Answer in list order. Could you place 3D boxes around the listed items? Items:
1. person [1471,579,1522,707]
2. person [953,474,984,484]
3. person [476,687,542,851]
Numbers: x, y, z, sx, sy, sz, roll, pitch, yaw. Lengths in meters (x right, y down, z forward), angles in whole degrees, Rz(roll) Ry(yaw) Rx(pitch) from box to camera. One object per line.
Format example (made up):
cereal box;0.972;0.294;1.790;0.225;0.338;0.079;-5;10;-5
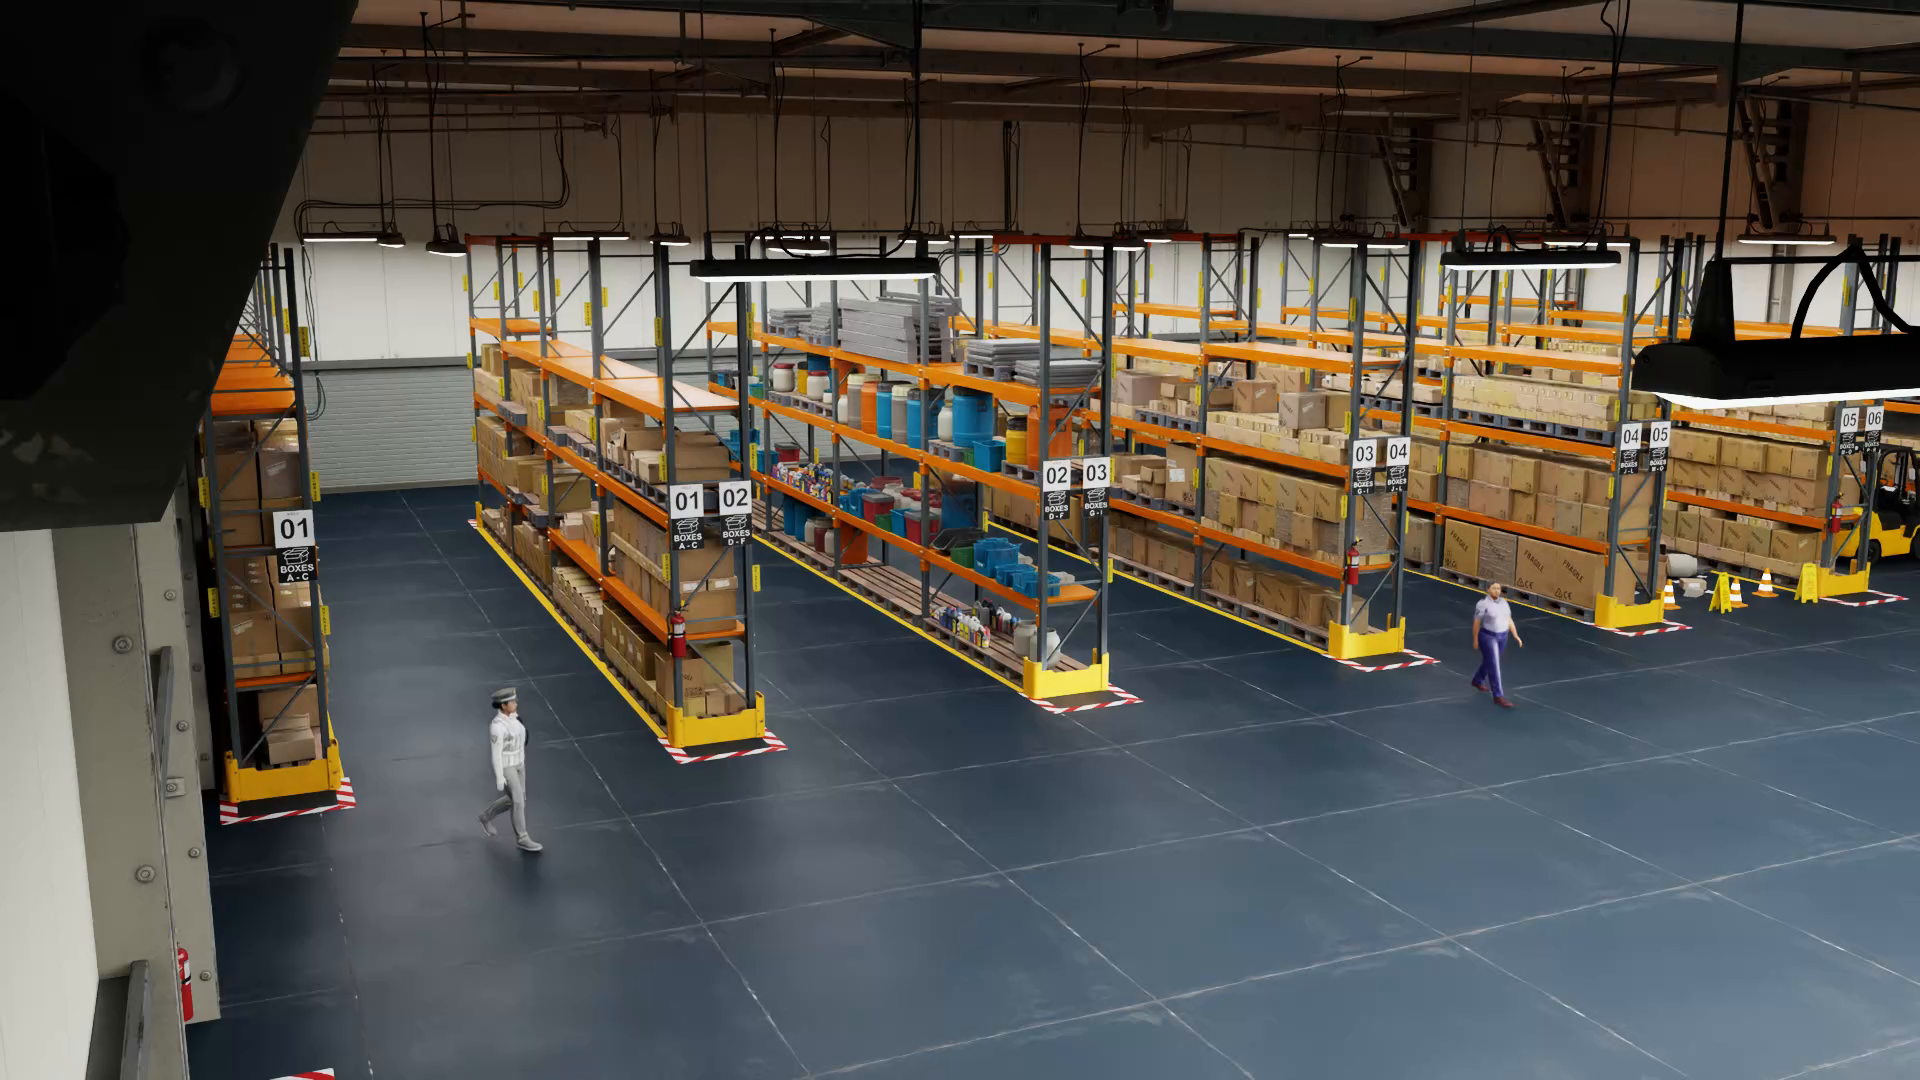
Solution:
person;7.107;1.327;22.013;0.506;1.584;0.901;-5;12;-25
person;0.161;-0.847;33.127;0.700;1.673;0.720;-3;11;-14
person;-4.594;2.293;16.888;0.771;1.655;0.535;2;11;10
